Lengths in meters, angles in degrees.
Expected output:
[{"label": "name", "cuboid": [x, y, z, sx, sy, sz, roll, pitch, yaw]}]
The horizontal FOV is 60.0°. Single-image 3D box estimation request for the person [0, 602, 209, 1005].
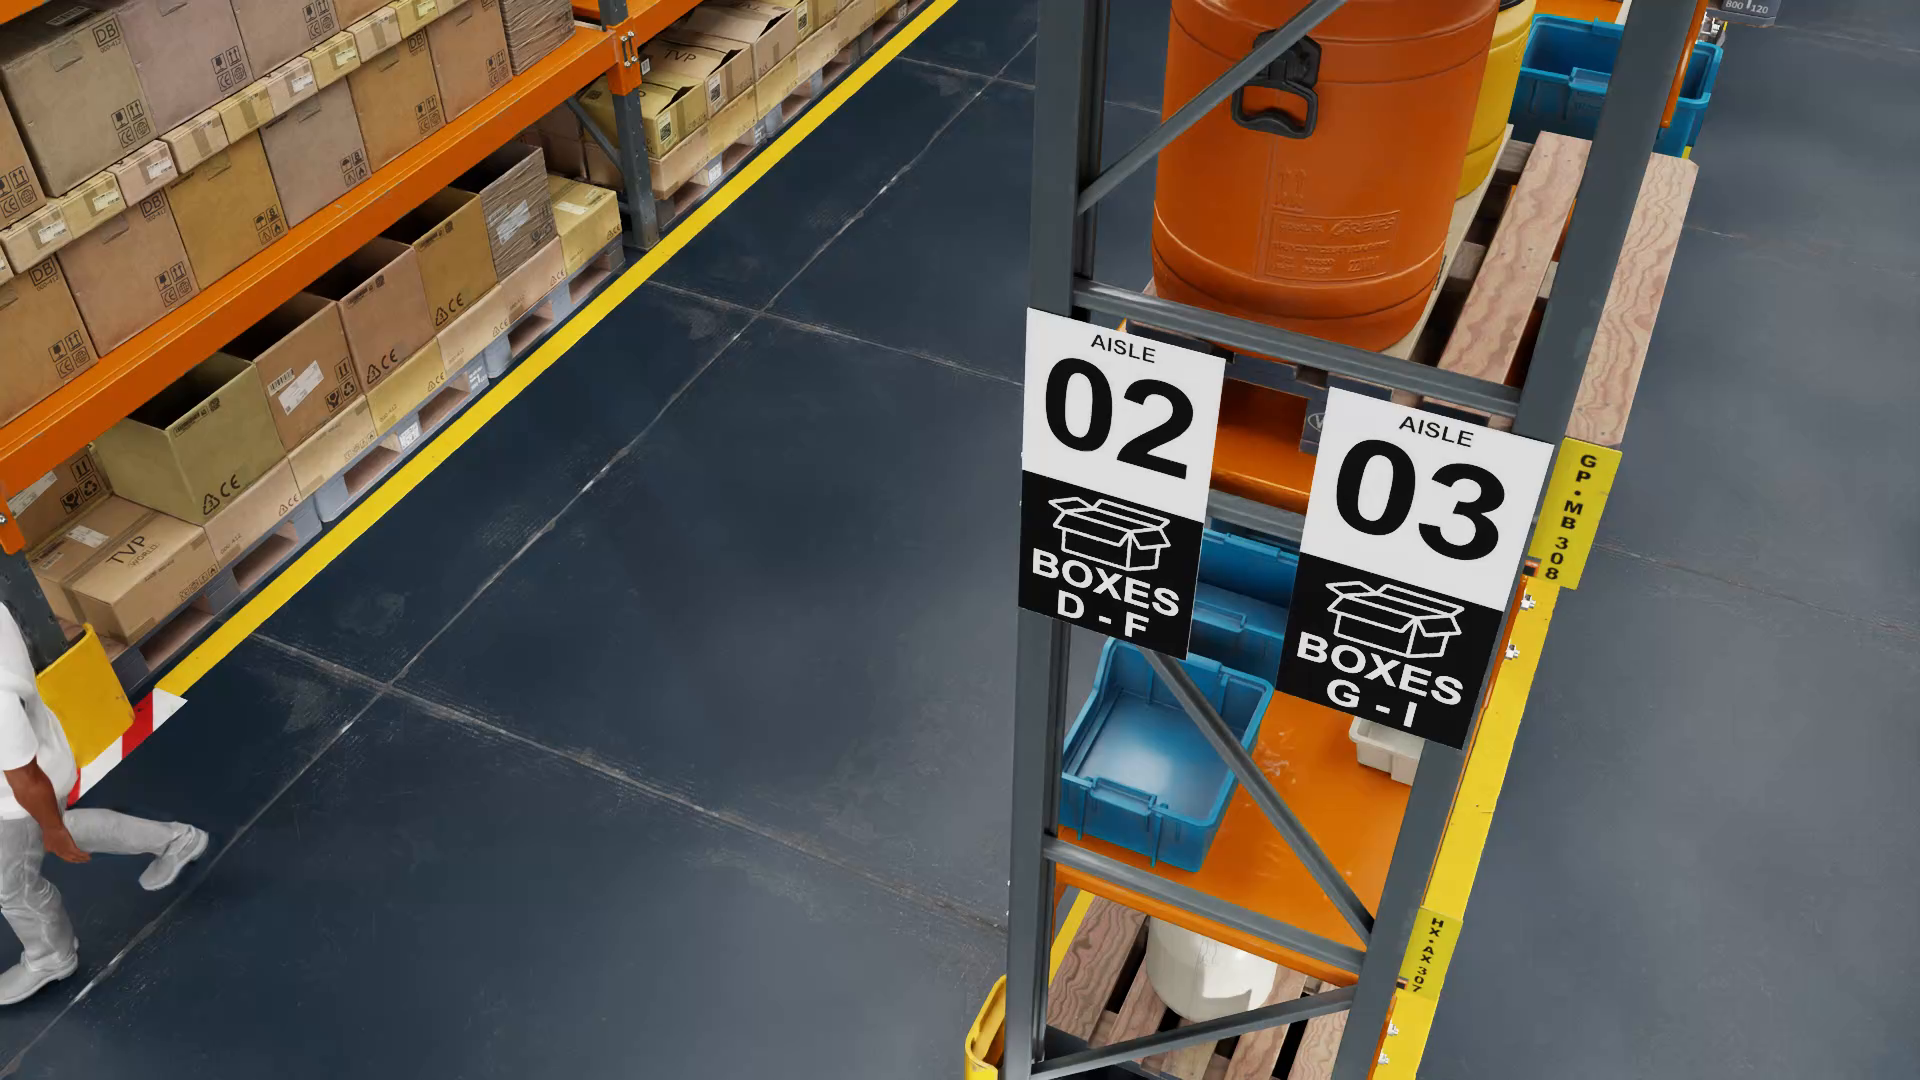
[{"label": "person", "cuboid": [-3.001, 0.744, 5.292, 0.833, 1.743, 0.618, -22, 46, -23]}]
